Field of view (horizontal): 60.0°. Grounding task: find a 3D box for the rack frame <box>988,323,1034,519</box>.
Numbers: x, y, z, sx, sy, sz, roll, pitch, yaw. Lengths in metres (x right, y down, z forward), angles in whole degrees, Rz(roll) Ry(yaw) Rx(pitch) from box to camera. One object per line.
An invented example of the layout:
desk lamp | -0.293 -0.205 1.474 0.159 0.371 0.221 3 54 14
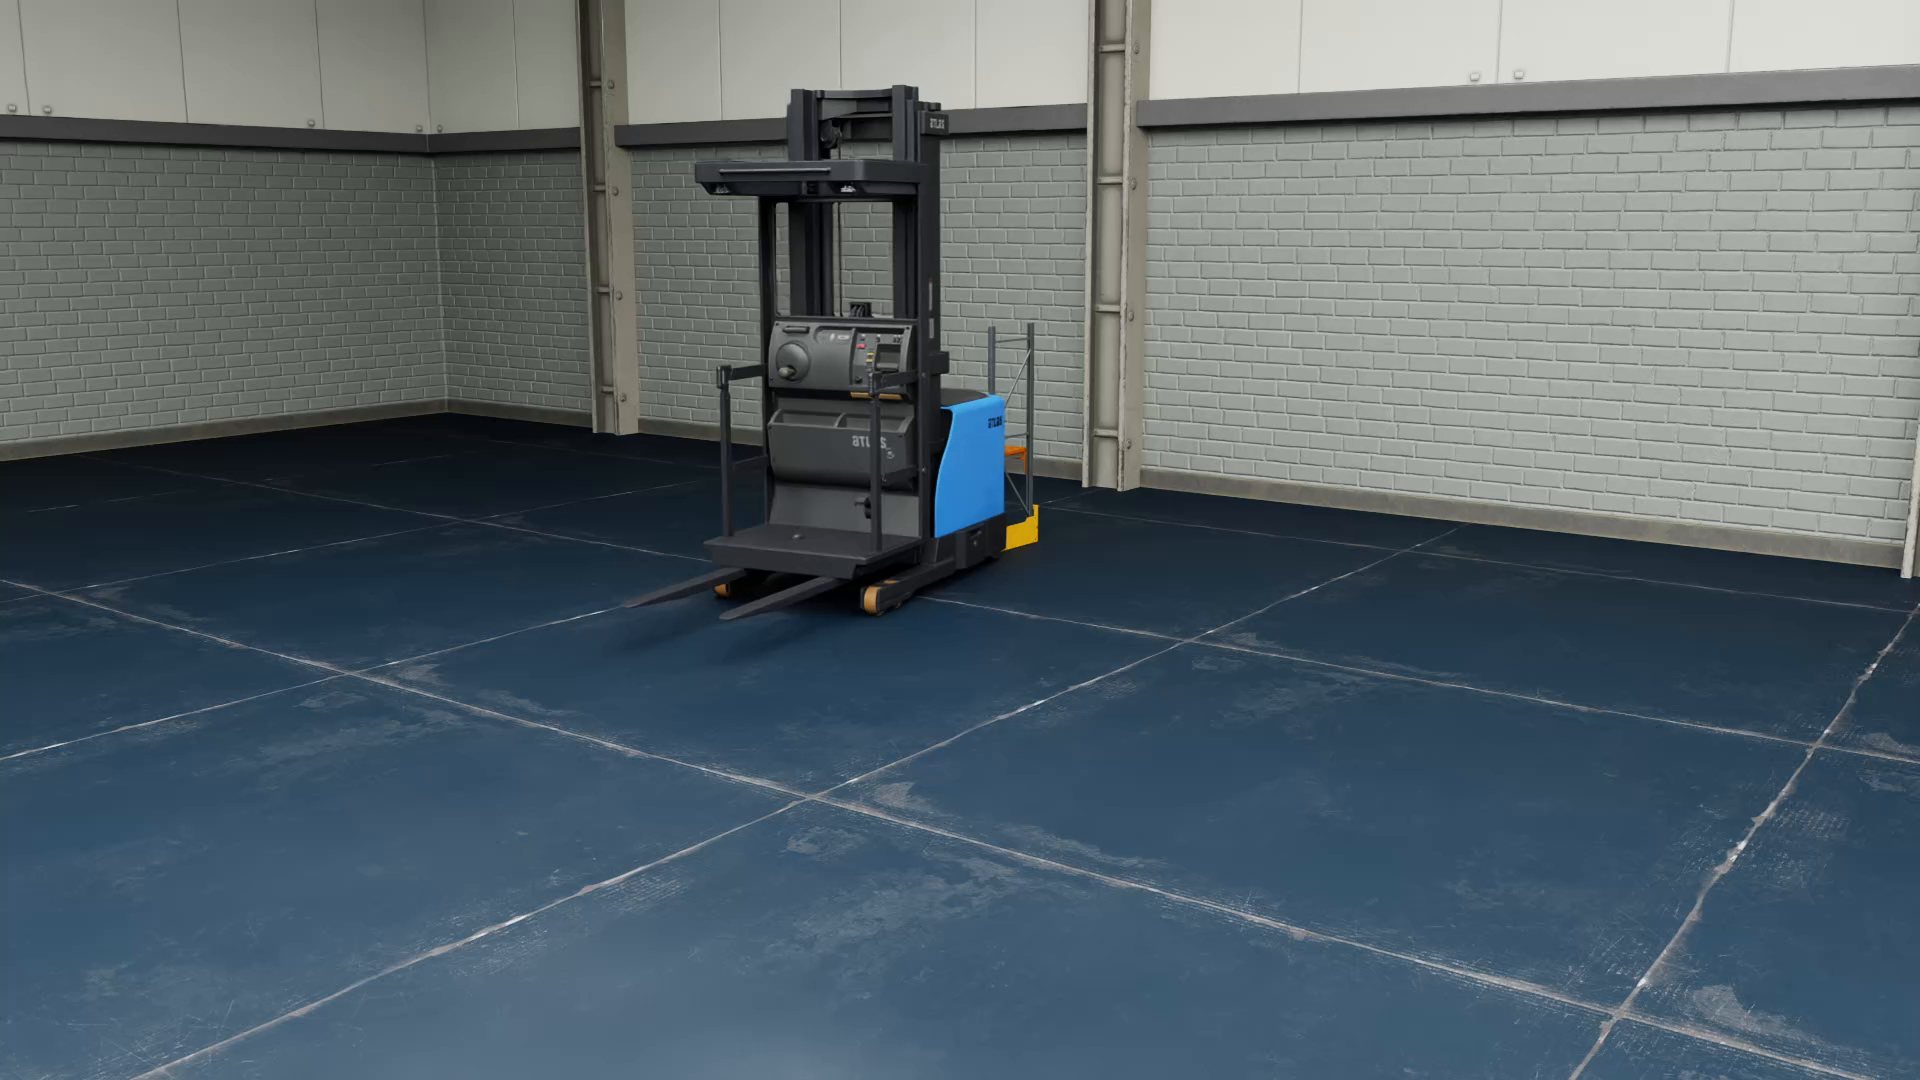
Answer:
rack frame | 0.341 -0.689 11.141 0.032 1.500 0.500 8 13 36

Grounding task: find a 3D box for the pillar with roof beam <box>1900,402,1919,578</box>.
pillar with roof beam | 3.548 -3.529 6.080 0.400 9.000 9.100 8 13 36

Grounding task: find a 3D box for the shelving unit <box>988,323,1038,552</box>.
shelving unit | -0.061 -0.745 11.432 1.083 1.500 0.587 8 13 36

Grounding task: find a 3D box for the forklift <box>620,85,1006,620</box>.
forklift | -0.797 -1.110 9.552 1.130 2.935 3.031 5 12 25

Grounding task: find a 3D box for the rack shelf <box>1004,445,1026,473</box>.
rack shelf | -0.069 -0.569 11.471 1.000 0.185 0.538 8 13 36

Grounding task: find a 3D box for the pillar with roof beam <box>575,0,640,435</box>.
pillar with roof beam | -6.124 -4.878 13.054 0.400 9.000 9.100 8 13 36

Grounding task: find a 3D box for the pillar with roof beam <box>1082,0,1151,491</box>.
pillar with roof beam | -1.288 -4.204 9.567 0.400 9.000 9.100 8 13 36

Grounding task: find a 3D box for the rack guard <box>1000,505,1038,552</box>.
rack guard | 0.340 -0.075 11.261 0.087 0.250 0.587 8 13 36
